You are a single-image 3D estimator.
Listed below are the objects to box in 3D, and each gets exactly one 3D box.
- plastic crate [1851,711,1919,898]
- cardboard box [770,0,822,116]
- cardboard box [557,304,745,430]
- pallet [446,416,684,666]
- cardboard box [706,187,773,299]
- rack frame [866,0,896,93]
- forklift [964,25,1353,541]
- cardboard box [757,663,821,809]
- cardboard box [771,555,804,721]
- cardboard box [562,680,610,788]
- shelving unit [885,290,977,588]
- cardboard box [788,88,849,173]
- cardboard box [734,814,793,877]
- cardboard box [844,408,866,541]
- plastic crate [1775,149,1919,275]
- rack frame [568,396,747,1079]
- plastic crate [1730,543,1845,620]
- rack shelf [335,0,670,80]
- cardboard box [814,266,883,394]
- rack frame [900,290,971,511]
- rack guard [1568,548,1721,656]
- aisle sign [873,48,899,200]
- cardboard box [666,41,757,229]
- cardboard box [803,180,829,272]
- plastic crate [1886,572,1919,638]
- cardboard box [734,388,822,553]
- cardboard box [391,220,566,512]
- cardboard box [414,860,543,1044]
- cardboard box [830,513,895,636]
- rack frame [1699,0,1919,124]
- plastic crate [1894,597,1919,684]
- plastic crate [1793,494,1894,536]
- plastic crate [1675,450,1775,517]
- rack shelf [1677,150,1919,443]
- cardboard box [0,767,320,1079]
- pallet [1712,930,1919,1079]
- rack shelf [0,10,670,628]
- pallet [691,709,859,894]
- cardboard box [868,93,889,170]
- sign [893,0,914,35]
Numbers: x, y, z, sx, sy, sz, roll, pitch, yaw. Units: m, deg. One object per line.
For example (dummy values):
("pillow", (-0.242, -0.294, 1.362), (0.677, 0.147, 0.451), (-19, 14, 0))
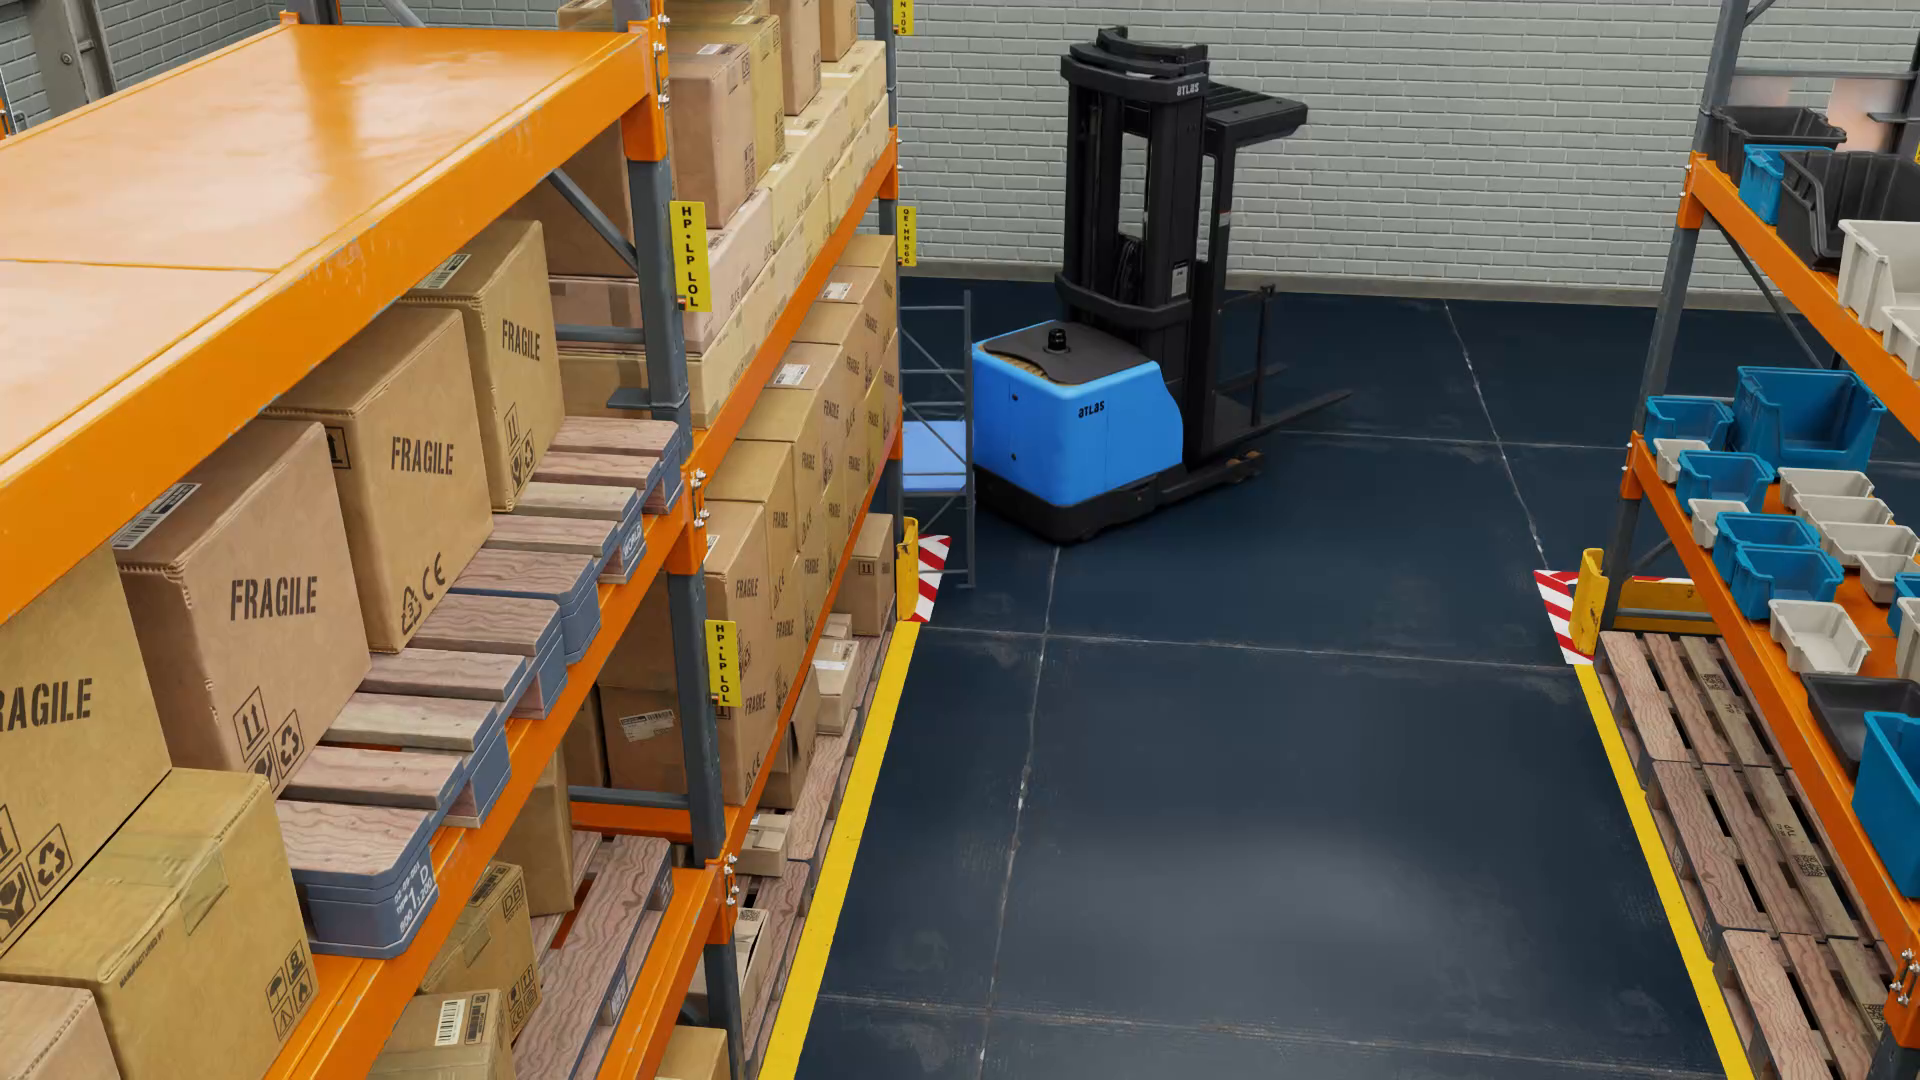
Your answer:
("plastic crate", (3.314, 0.913, 5.638), (0.392, 0.384, 0.575), (3, 28, 6))
("cardboard box", (-0.977, -2.090, 6.937), (0.700, 0.500, 0.500), (3, 28, 6))
("cardboard box", (-1.015, -0.587, 5.464), (0.500, 0.250, 0.500), (3, 28, 6))
("pallet", (-1.470, -0.052, 4.512), (1.213, 0.211, 1.003), (3, 28, 6))
("cardboard box", (-0.955, -1.042, 5.782), (0.500, 0.250, 0.500), (3, 28, 6))
("rack frame", (-0.831, -3.642, 7.814), (1.000, 3.000, 0.127), (3, 28, 6))
("forklift", (1.473, -1.844, 10.875), (3.031, 2.935, 1.130), (-21, 35, -34))
("cardboard box", (-1.096, 0.903, 7.871), (0.797, 0.503, 0.637), (3, 28, 6))
("cardboard box", (-0.928, 0.373, 6.581), (0.500, 0.500, 0.500), (4, 29, 7))
("cardboard box", (-1.514, 0.588, 6.182), (0.500, 0.500, 0.500), (4, 29, 7))
("shelving unit", (-0.173, -0.620, 10.105), (0.538, 1.500, 1.048), (-1, 28, 0))
("cardboard box", (-0.766, -1.748, 7.092), (0.500, 0.250, 0.500), (3, 28, 6))
("cardboard box", (-0.958, 1.343, 7.409), (0.380, 0.166, 0.250), (3, 28, 6))
("cardboard box", (-0.742, -0.339, 7.903), (0.500, 0.500, 0.500), (4, 29, 7))
("plastic crate", (3.625, -1.301, 6.697), (0.504, 0.338, 0.767), (3, 28, 6))
("rack frame", (-1.321, 0.882, 5.742), (1.000, 3.000, 0.127), (3, 28, 6))
("plastic crate", (3.530, 0.195, 7.131), (0.416, 0.233, 0.300), (3, 28, 6))
("rack shelf", (-1.076, -2.382, 6.238), (1.077, 0.370, 4.000), (3, 28, 6))
("cardboard box", (-0.673, -1.021, 8.116), (0.500, 0.500, 0.500), (4, 29, 8))
("rack frame", (-0.174, -0.861, 10.552), (0.500, 1.500, 0.032), (-1, 28, 0))
("rack guard", (4.075, 0.378, 9.314), (1.175, 0.500, 0.348), (3, 28, 6))
("aisle sign", (-0.518, -2.159, 8.646), (0.394, 0.787, 0.004), (3, 28, 6))
("cardboard box", (-1.097, -1.381, 5.620), (0.700, 0.500, 0.500), (3, 28, 6))
("cardboard box", (-0.830, -1.293, 6.774), (0.500, 0.250, 0.500), (3, 28, 6))
("plastic crate", (4.088, 0.318, 6.902), (0.416, 0.233, 0.300), (3, 28, 6))
("cardboard box", (-0.857, -0.292, 6.762), (0.500, 0.500, 0.500), (3, 28, 5))
("cardboard box", (-1.455, -0.478, 4.451), (0.600, 0.600, 0.600), (1, 28, 1))
("cardboard box", (-1.622, 1.191, 4.621), (0.700, 0.500, 0.500), (8, 29, 14))
("cardboard box", (-0.653, 0.177, 9.223), (0.500, 0.500, 0.500), (3, 28, 6))
("rack frame", (4.085, -3.352, 7.276), (1.000, 3.000, 0.127), (3, 28, 6))
("plastic crate", (3.965, 0.490, 6.532), (0.437, 0.282, 0.530), (3, 28, 6))
("plastic crate", (4.115, -0.091, 7.763), (0.396, 0.136, 0.243), (3, 28, 6))
("plastic crate", (3.647, -0.257, 7.969), (0.416, 0.233, 0.300), (3, 28, 6))
("rack shelf", (3.840, -0.773, 6.411), (1.077, 0.370, 4.000), (3, 28, 6))
("cardboard box", (-1.665, 0.709, 2.796), (0.910, 0.500, 0.500), (3, 28, 6))
("pallet", (3.647, 2.051, 6.512), (1.003, 0.211, 1.213), (3, 28, 6))
("rack shelf", (-1.566, -0.324, 2.837), (1.077, 0.370, 4.000), (3, 28, 6))
("pallet", (-1.089, 1.211, 8.072), (1.003, 0.211, 1.213), (3, 28, 6))
("cardboard box", (-0.632, -1.998, 8.083), (0.500, 0.250, 0.500), (3, 28, 6))
("sign", (-0.282, -2.669, 8.238), (0.100, 0.325, 0.005), (3, 28, 6))
